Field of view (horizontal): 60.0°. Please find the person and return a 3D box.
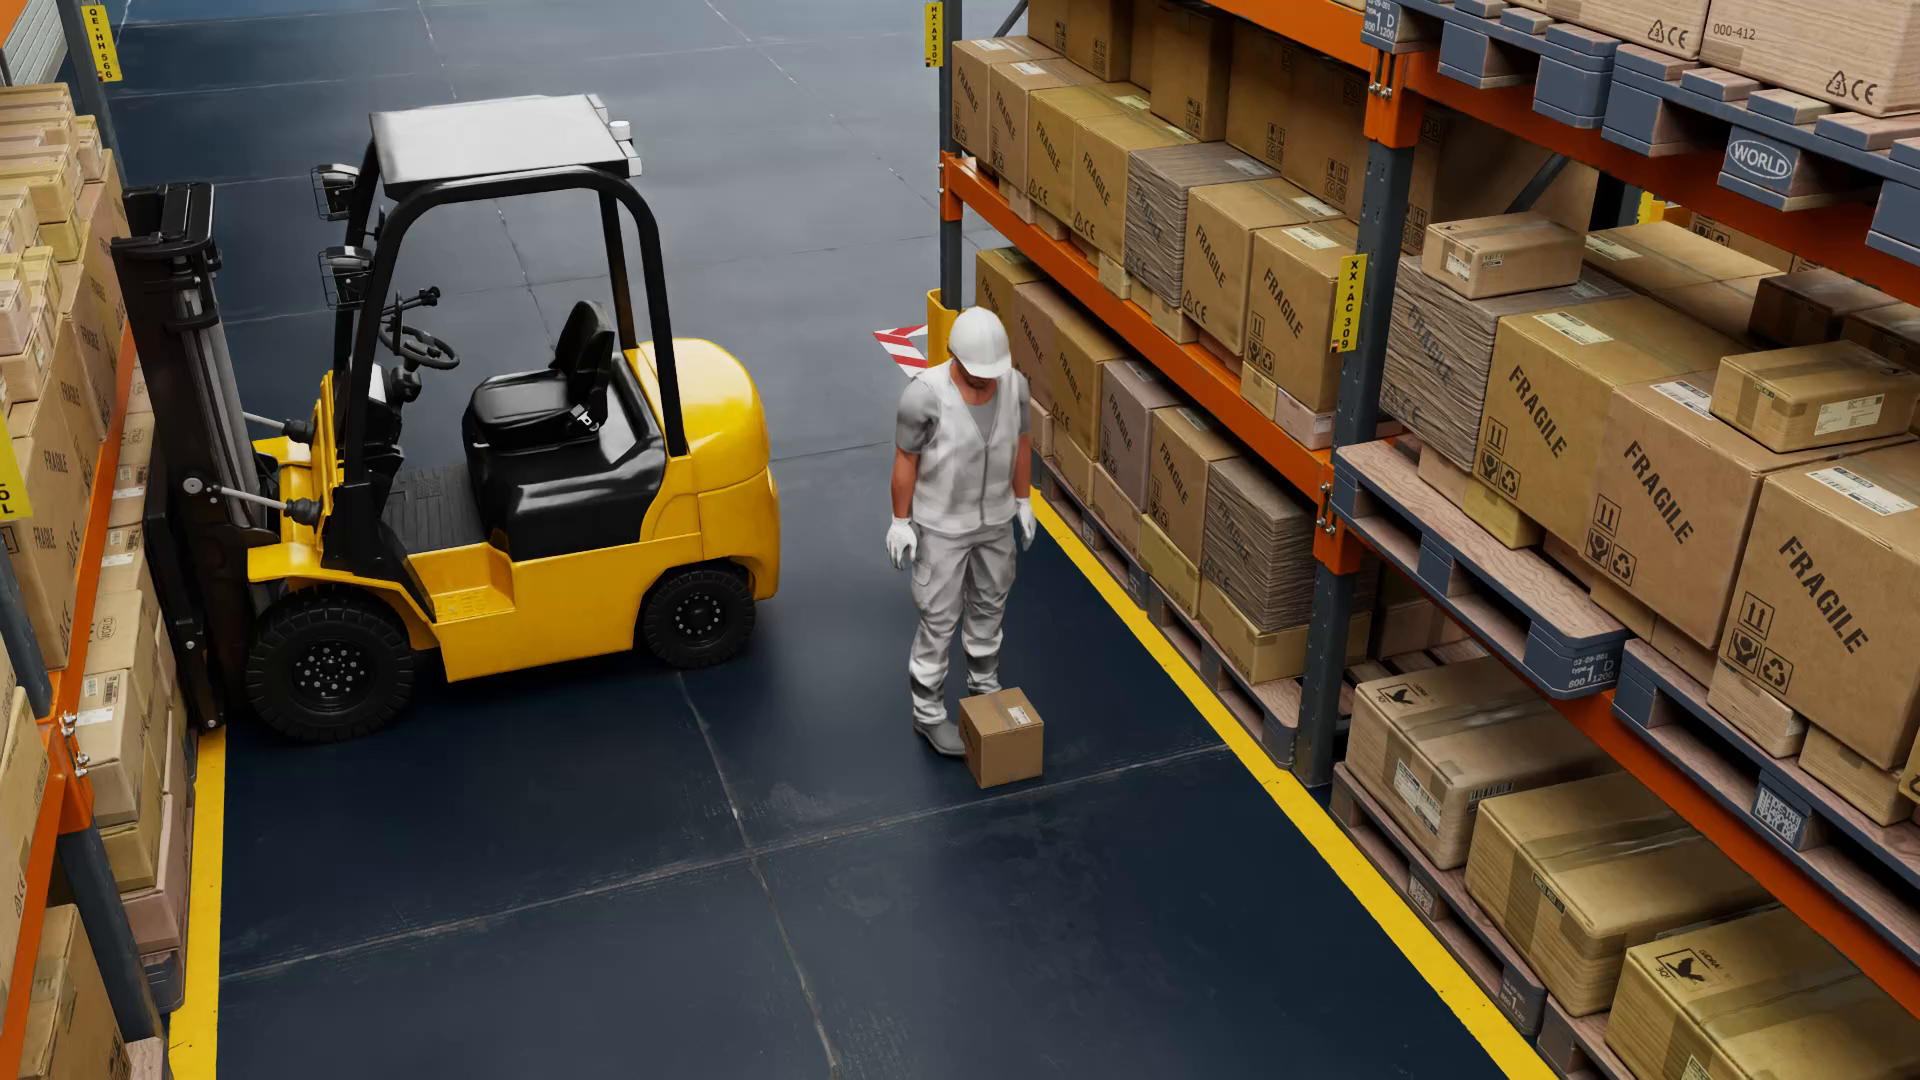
[{"bbox_3d":[0.043,-0.044,6.150,0.592,1.772,0.411,-16,33,-25],"label":"person"}]
